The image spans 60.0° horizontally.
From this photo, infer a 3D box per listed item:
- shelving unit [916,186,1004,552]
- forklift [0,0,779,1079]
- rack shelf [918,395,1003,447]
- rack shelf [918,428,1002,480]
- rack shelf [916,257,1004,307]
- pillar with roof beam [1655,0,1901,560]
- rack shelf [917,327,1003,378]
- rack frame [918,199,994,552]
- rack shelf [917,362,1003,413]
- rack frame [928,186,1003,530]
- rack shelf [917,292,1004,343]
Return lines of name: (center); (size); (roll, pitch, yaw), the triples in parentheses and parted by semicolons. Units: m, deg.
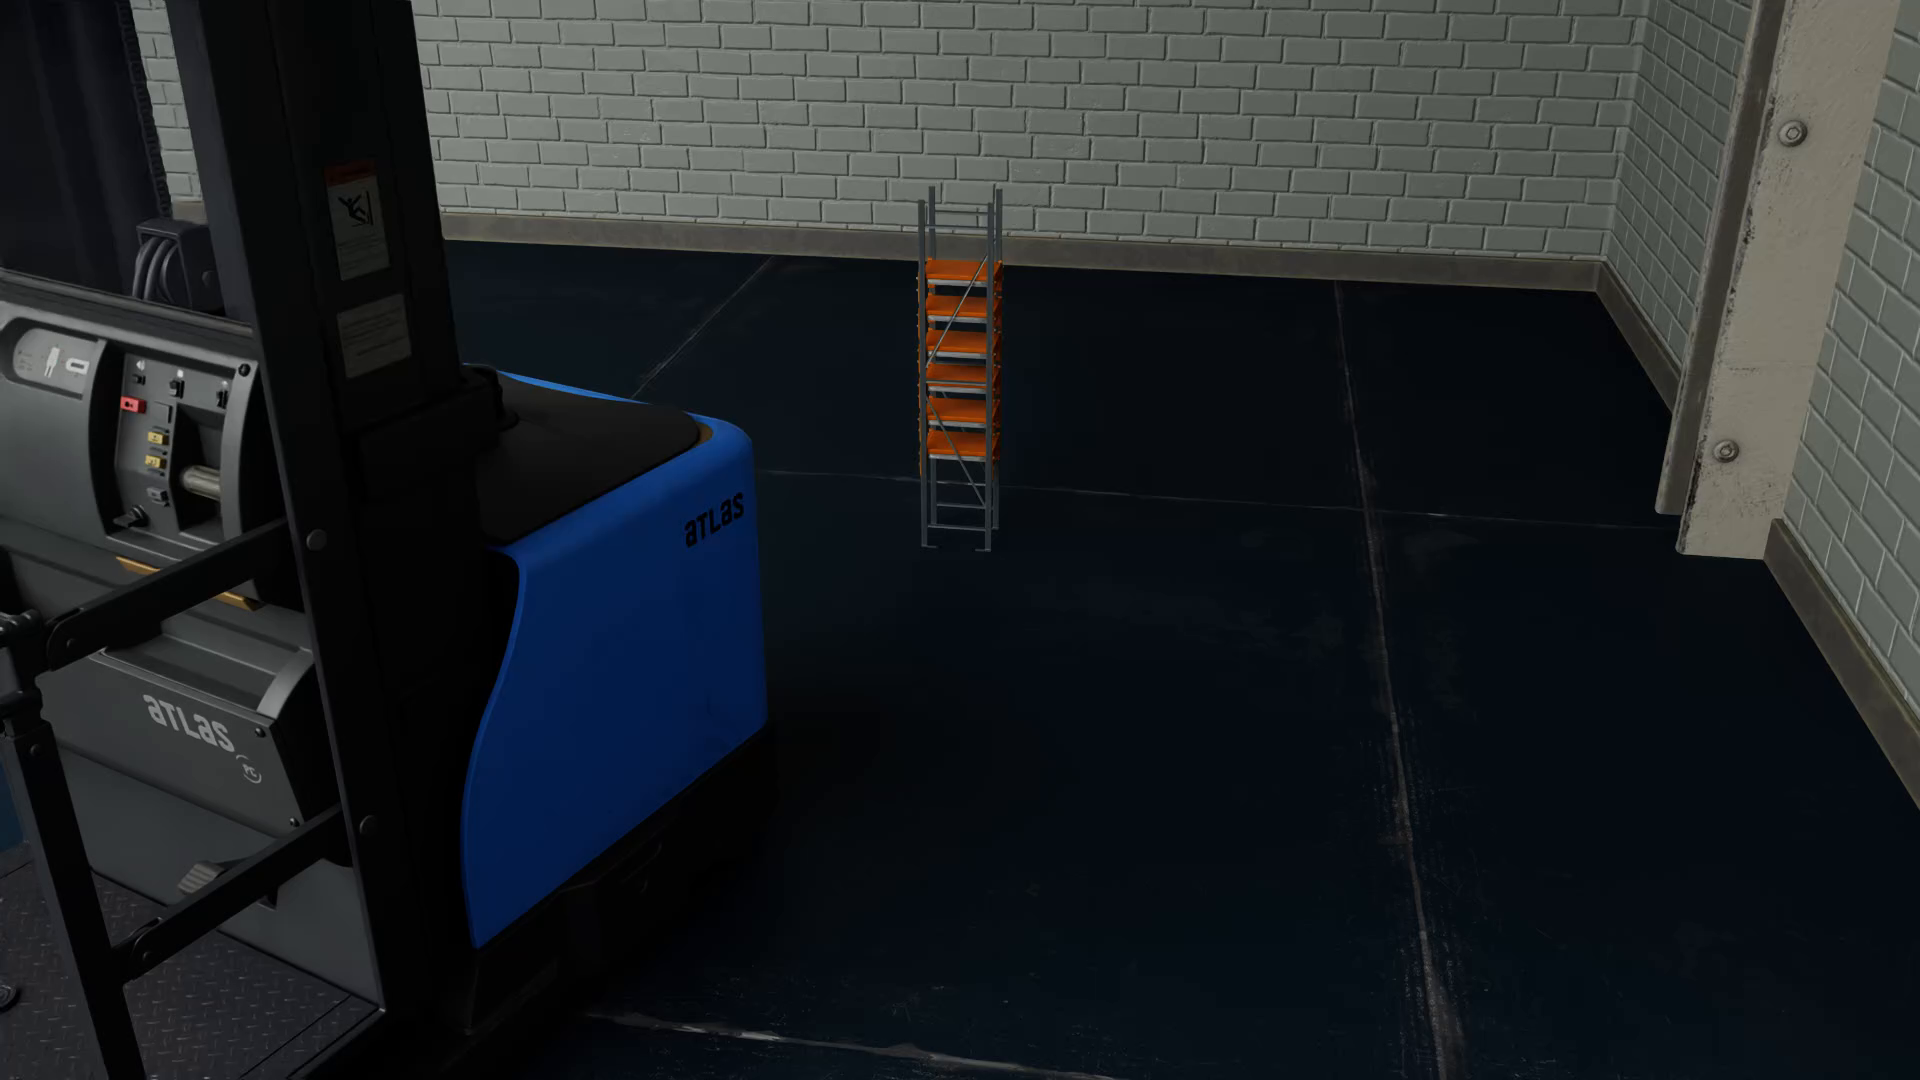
shelving unit: (0.002, -0.549, 5.509); (0.258, 1.200, 0.189); (4, 25, 9)
forklift: (-1.622, -0.176, 2.668); (1.130, 2.935, 3.031); (14, 28, 27)
rack shelf: (0.002, -0.401, 5.578); (0.258, 0.103, 0.180); (4, 25, 9)
rack shelf: (0.002, -0.292, 5.629); (0.258, 0.103, 0.180); (4, 25, 9)
rack shelf: (0.002, -0.835, 5.375); (0.258, 0.103, 0.180); (4, 25, 9)
pillar with roof beam: (-1.620, -4.399, 4.534); (9.100, 9.000, 0.400); (4, 25, 9)
rack shelf: (0.002, -0.618, 5.477); (0.258, 0.103, 0.180); (4, 25, 9)
rack frame: (-0.013, -0.511, 5.427); (0.240, 1.200, 0.006); (4, 25, 9)
rack shelf: (0.002, -0.509, 5.527); (0.258, 0.103, 0.180); (4, 25, 9)
rack frame: (0.017, -0.588, 5.590); (0.240, 1.200, 0.006); (4, 25, 9)
rack shelf: (0.002, -0.727, 5.426); (0.258, 0.103, 0.180); (4, 25, 9)
